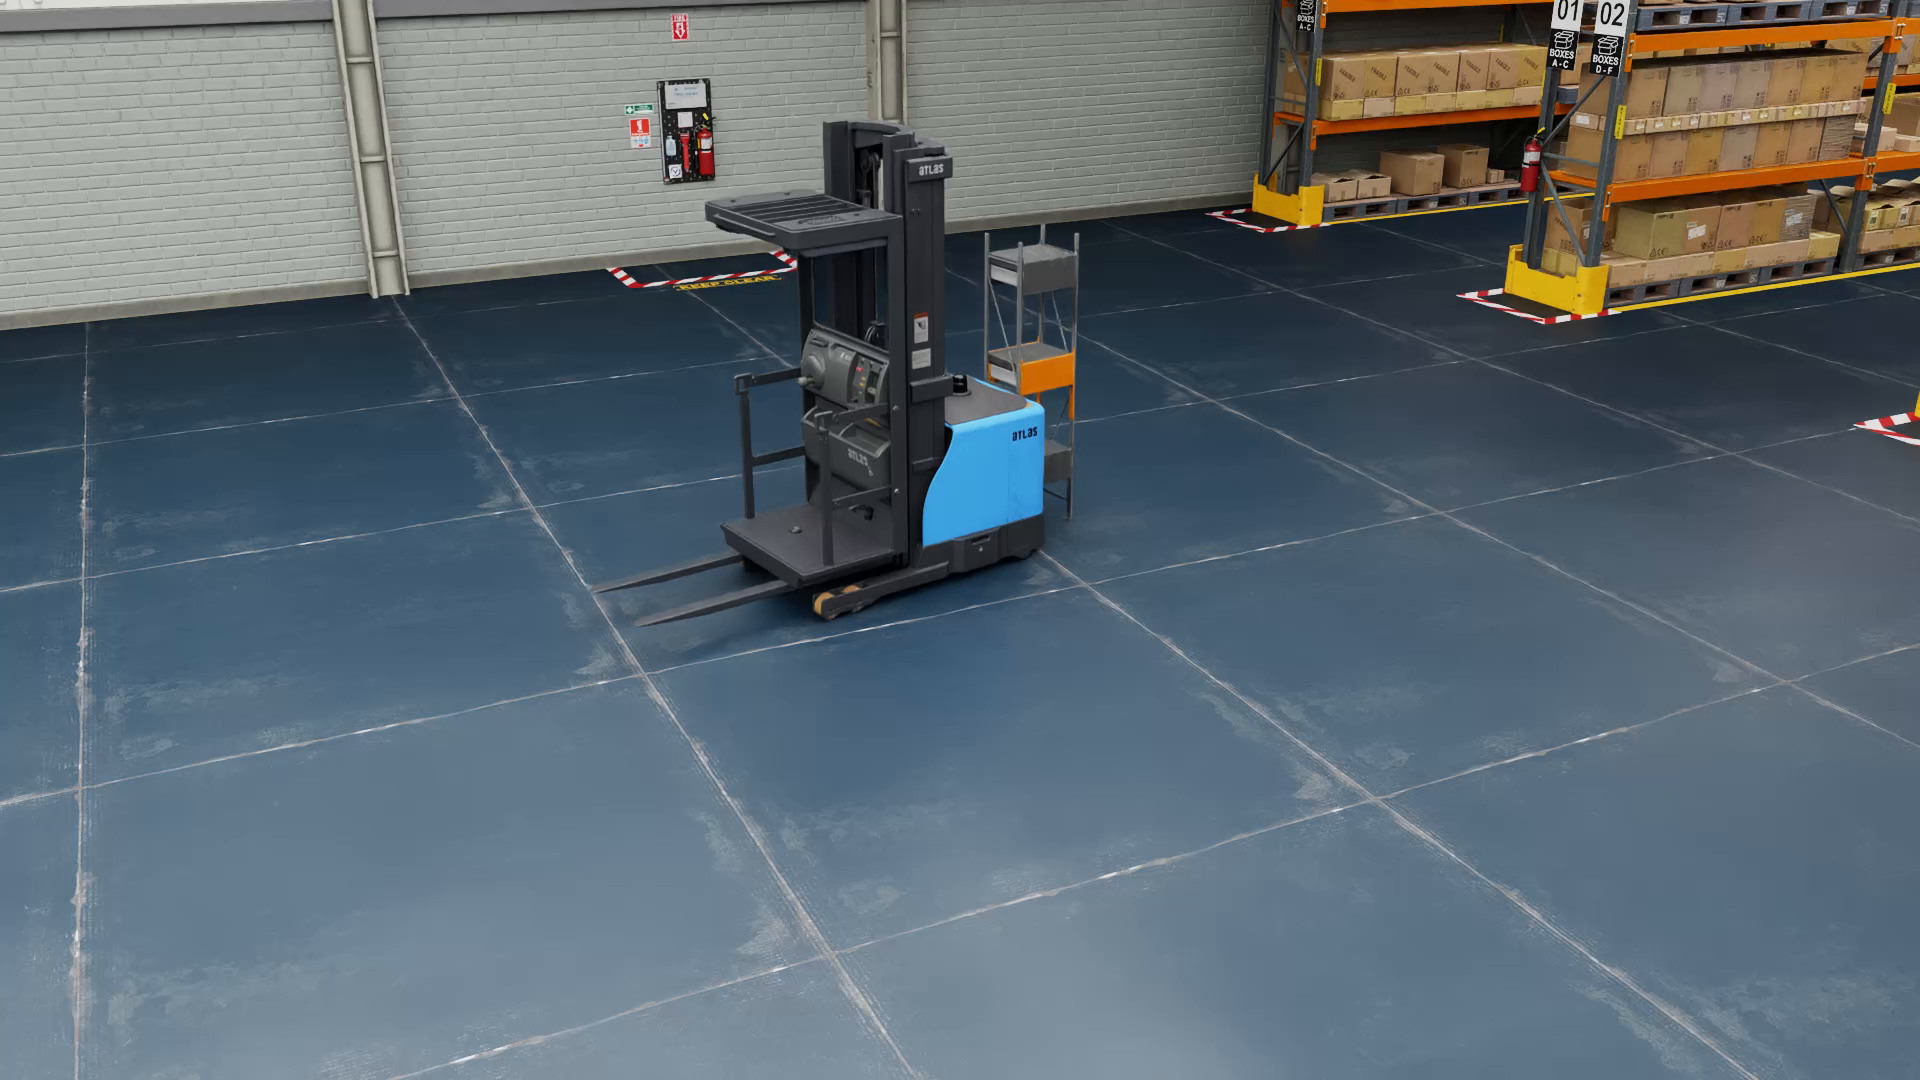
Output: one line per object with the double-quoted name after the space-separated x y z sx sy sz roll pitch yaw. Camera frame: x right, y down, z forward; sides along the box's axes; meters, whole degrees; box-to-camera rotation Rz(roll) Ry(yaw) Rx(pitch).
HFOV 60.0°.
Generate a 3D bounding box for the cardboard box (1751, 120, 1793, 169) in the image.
8.708 -4.435 18.412 0.500 0.500 0.700 -10 25 -23 "cardboard box"

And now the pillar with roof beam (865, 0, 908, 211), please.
0.991 -6.387 15.413 0.400 9.000 9.100 -10 25 -24 "pillar with roof beam"

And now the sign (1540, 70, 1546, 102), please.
6.204 -4.807 17.616 0.005 0.325 0.100 -10 25 -24 "sign"

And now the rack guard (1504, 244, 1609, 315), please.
6.405 -2.814 17.894 0.348 0.500 1.175 -10 25 -24 "rack guard"

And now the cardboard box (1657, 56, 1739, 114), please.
7.826 -4.873 17.774 0.500 0.500 0.700 -10 25 -23 "cardboard box"

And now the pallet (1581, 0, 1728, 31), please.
7.075 -5.426 17.131 1.213 0.211 1.003 -10 25 -24 "pallet"

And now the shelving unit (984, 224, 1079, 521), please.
0.489 -1.115 11.699 0.503 2.100 0.431 -16 27 -33 "shelving unit"

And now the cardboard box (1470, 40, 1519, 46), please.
7.365 -6.623 23.018 0.500 0.500 0.500 -11 25 -25 "cardboard box"

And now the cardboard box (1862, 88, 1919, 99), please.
14.558 -6.718 26.319 0.750 0.750 0.750 -10 25 -23 "cardboard box"

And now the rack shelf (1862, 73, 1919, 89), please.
13.286 -7.006 25.693 4.000 0.370 1.077 -10 25 -24 "rack shelf"

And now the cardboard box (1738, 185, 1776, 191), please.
9.030 -3.852 19.199 0.500 0.500 0.500 -10 25 -24 "cardboard box"

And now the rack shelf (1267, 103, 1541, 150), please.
6.077 -5.679 22.487 4.000 0.370 1.077 -10 25 -24 "rack shelf"

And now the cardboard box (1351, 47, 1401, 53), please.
5.529 -6.285 22.200 0.500 0.500 0.500 -11 25 -25 "cardboard box"

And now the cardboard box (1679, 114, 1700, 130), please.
7.564 -4.436 17.567 0.250 0.149 0.380 -11 25 -24 "cardboard box"

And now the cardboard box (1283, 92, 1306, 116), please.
4.612 -5.764 21.922 0.500 0.250 0.500 -10 25 -23 "cardboard box"

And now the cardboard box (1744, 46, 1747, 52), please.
11.795 -7.368 25.083 0.500 0.500 0.500 -10 25 -23 "cardboard box"

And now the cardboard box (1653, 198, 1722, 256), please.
7.901 -3.426 18.171 0.500 0.500 0.500 -10 25 -24 "cardboard box"

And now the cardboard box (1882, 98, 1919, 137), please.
11.205 -4.892 19.515 0.500 0.500 0.500 -9 24 -20 "cardboard box"

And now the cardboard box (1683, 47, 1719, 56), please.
10.573 -7.072 24.208 0.500 0.500 0.700 -13 26 -29 "cardboard box"

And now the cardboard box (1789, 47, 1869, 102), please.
9.634 -5.206 18.578 0.500 0.500 0.700 -10 25 -23 "cardboard box"

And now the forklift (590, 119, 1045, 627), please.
-0.905 -1.079 10.524 3.031 2.935 1.130 -16 27 -33 "forklift"

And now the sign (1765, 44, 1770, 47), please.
11.727 -7.319 24.100 0.005 0.325 0.100 -10 25 -24 "sign"

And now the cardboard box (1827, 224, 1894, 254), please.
10.502 -3.541 19.430 0.500 0.250 0.500 -11 25 -25 "cardboard box"

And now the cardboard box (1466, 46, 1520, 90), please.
7.140 -6.360 22.381 0.500 0.500 0.500 -11 25 -24 "cardboard box"

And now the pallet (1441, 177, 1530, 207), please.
7.289 -4.931 23.386 1.213 0.211 1.003 -10 25 -24 "pallet"

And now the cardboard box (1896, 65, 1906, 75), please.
14.436 -7.332 25.843 0.250 0.149 0.380 -10 24 -22 "cardboard box"

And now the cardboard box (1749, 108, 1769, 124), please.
8.496 -4.608 17.982 0.250 0.149 0.380 -10 24 -22 "cardboard box"

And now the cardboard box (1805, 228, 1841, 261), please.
9.708 -3.408 19.106 0.500 0.250 0.500 -10 25 -24 "cardboard box"

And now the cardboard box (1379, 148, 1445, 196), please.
6.134 -5.010 22.625 0.500 0.500 0.700 -12 25 -27 "cardboard box"

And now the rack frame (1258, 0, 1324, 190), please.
4.275 -5.679 21.548 0.127 3.000 1.000 -10 25 -24 "rack frame"

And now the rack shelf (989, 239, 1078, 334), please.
0.489 -1.749 11.436 0.480 0.518 0.431 -16 27 -33 "rack shelf"

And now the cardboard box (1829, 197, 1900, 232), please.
10.512 -3.802 19.325 0.500 0.311 0.500 -10 25 -23 "cardboard box"

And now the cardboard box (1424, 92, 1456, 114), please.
6.232 -5.847 22.124 0.500 0.250 0.500 -10 25 -23 "cardboard box"

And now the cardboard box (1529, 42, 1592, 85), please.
8.353 -6.665 23.224 0.500 0.500 0.700 -10 25 -23 "cardboard box"

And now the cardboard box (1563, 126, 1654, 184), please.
6.853 -4.092 17.583 0.500 0.500 0.700 -10 25 -24 "cardboard box"

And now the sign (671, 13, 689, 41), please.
-3.169 -5.806 18.823 0.199 0.298 0.001 -10 25 -24 "sign"

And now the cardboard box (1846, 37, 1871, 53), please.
13.422 -7.446 25.271 0.500 0.500 0.500 -10 24 -22 "cardboard box"

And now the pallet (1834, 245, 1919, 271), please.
10.678 -3.484 19.890 1.213 0.211 1.003 -10 25 -24 "pallet"

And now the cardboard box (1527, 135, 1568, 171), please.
8.535 -5.519 23.854 0.500 0.500 0.700 -10 24 -22 "cardboard box"

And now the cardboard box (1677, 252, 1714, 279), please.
7.906 -3.076 18.304 0.500 0.250 0.500 -10 25 -24 "cardboard box"

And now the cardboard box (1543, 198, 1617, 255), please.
6.781 -3.434 18.190 0.500 0.500 0.500 -10 25 -24 "cardboard box"

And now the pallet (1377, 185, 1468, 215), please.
6.189 -4.727 22.894 1.213 0.211 1.003 -10 25 -24 "pallet"

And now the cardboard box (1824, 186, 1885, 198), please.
10.738 -4.073 19.982 0.500 0.311 0.500 -10 24 -22 "cardboard box"

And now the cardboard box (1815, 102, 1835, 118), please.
9.420 -4.779 18.394 0.250 0.149 0.380 -11 25 -25 "cardboard box"

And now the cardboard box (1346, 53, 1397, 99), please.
5.285 -6.020 21.561 0.500 0.500 0.500 -10 25 -23 "cardboard box"
